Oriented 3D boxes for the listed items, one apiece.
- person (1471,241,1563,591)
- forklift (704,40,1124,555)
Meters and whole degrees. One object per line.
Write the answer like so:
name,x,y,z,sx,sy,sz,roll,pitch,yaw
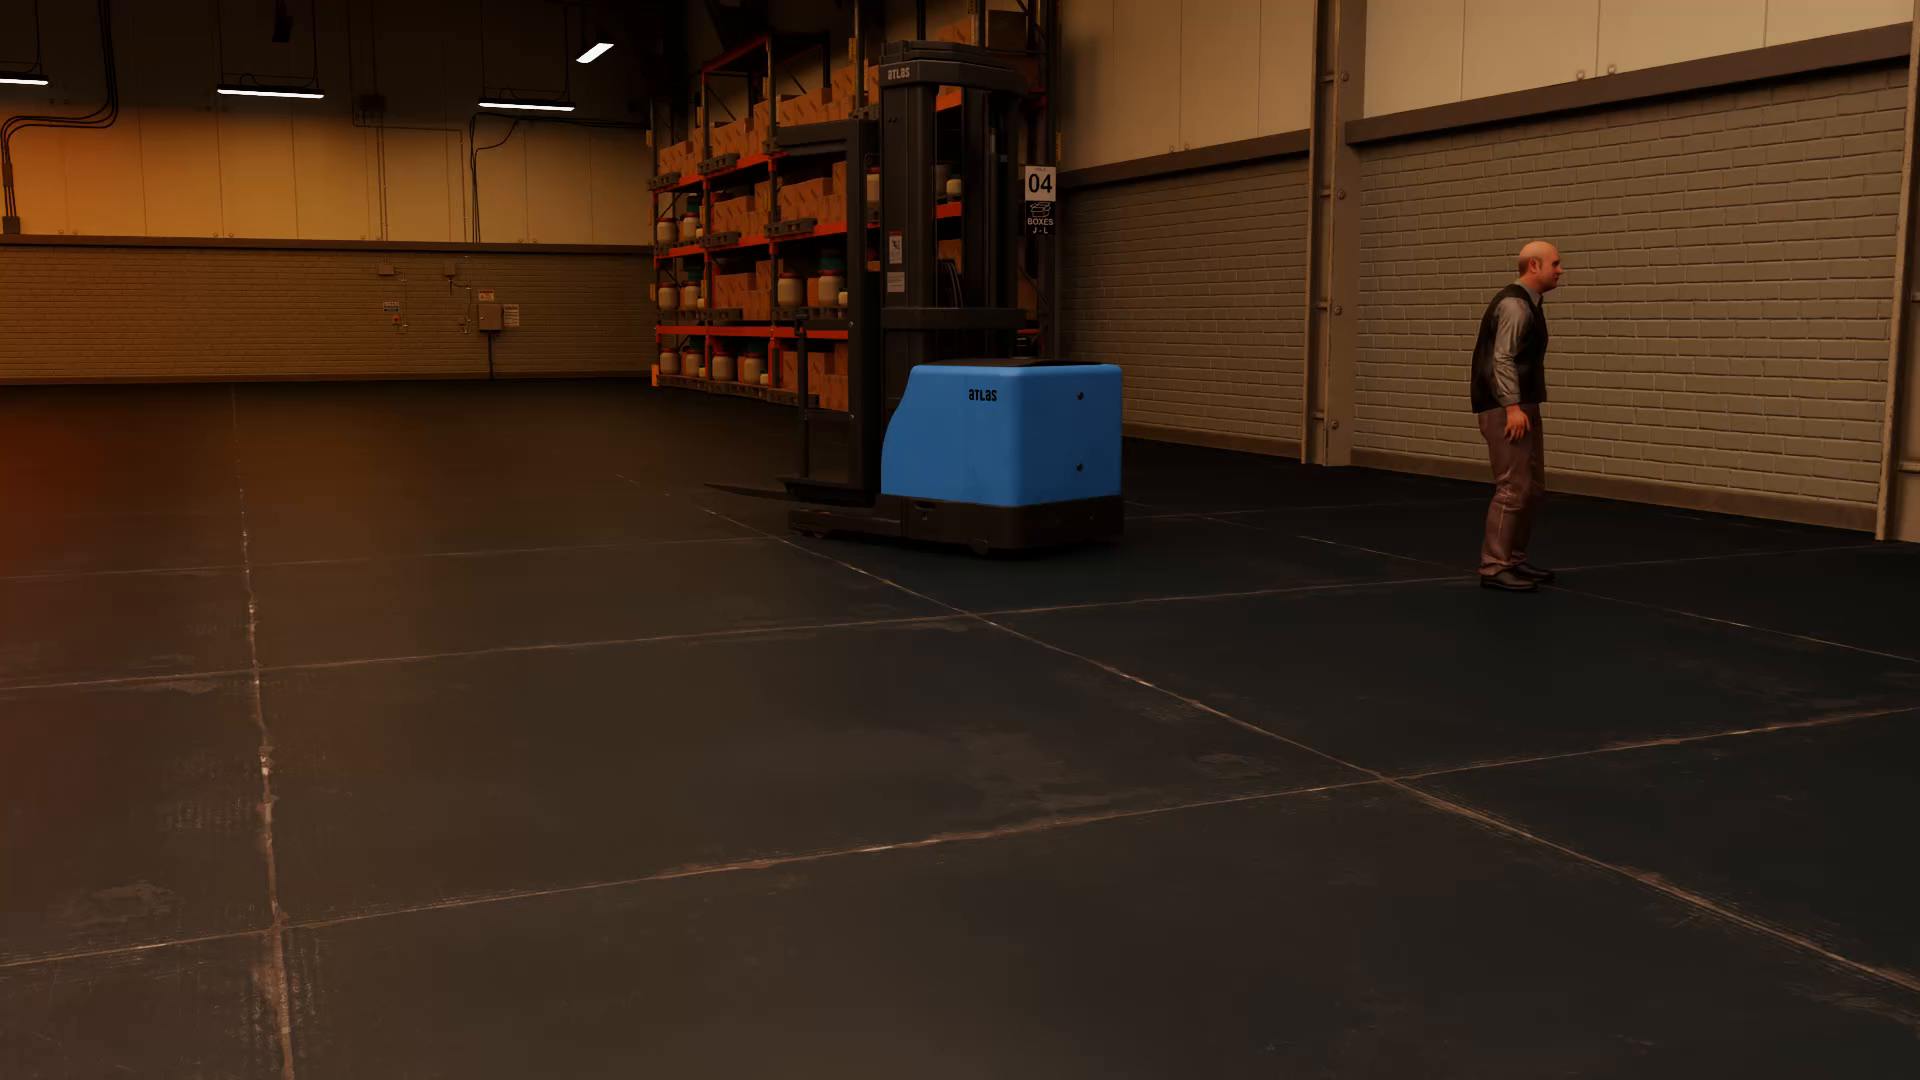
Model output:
person,2.795,-0.634,8.381,0.423,1.721,0.594,4,9,29
forklift,-0.436,-1.509,10.383,3.031,2.935,1.130,7,10,44
